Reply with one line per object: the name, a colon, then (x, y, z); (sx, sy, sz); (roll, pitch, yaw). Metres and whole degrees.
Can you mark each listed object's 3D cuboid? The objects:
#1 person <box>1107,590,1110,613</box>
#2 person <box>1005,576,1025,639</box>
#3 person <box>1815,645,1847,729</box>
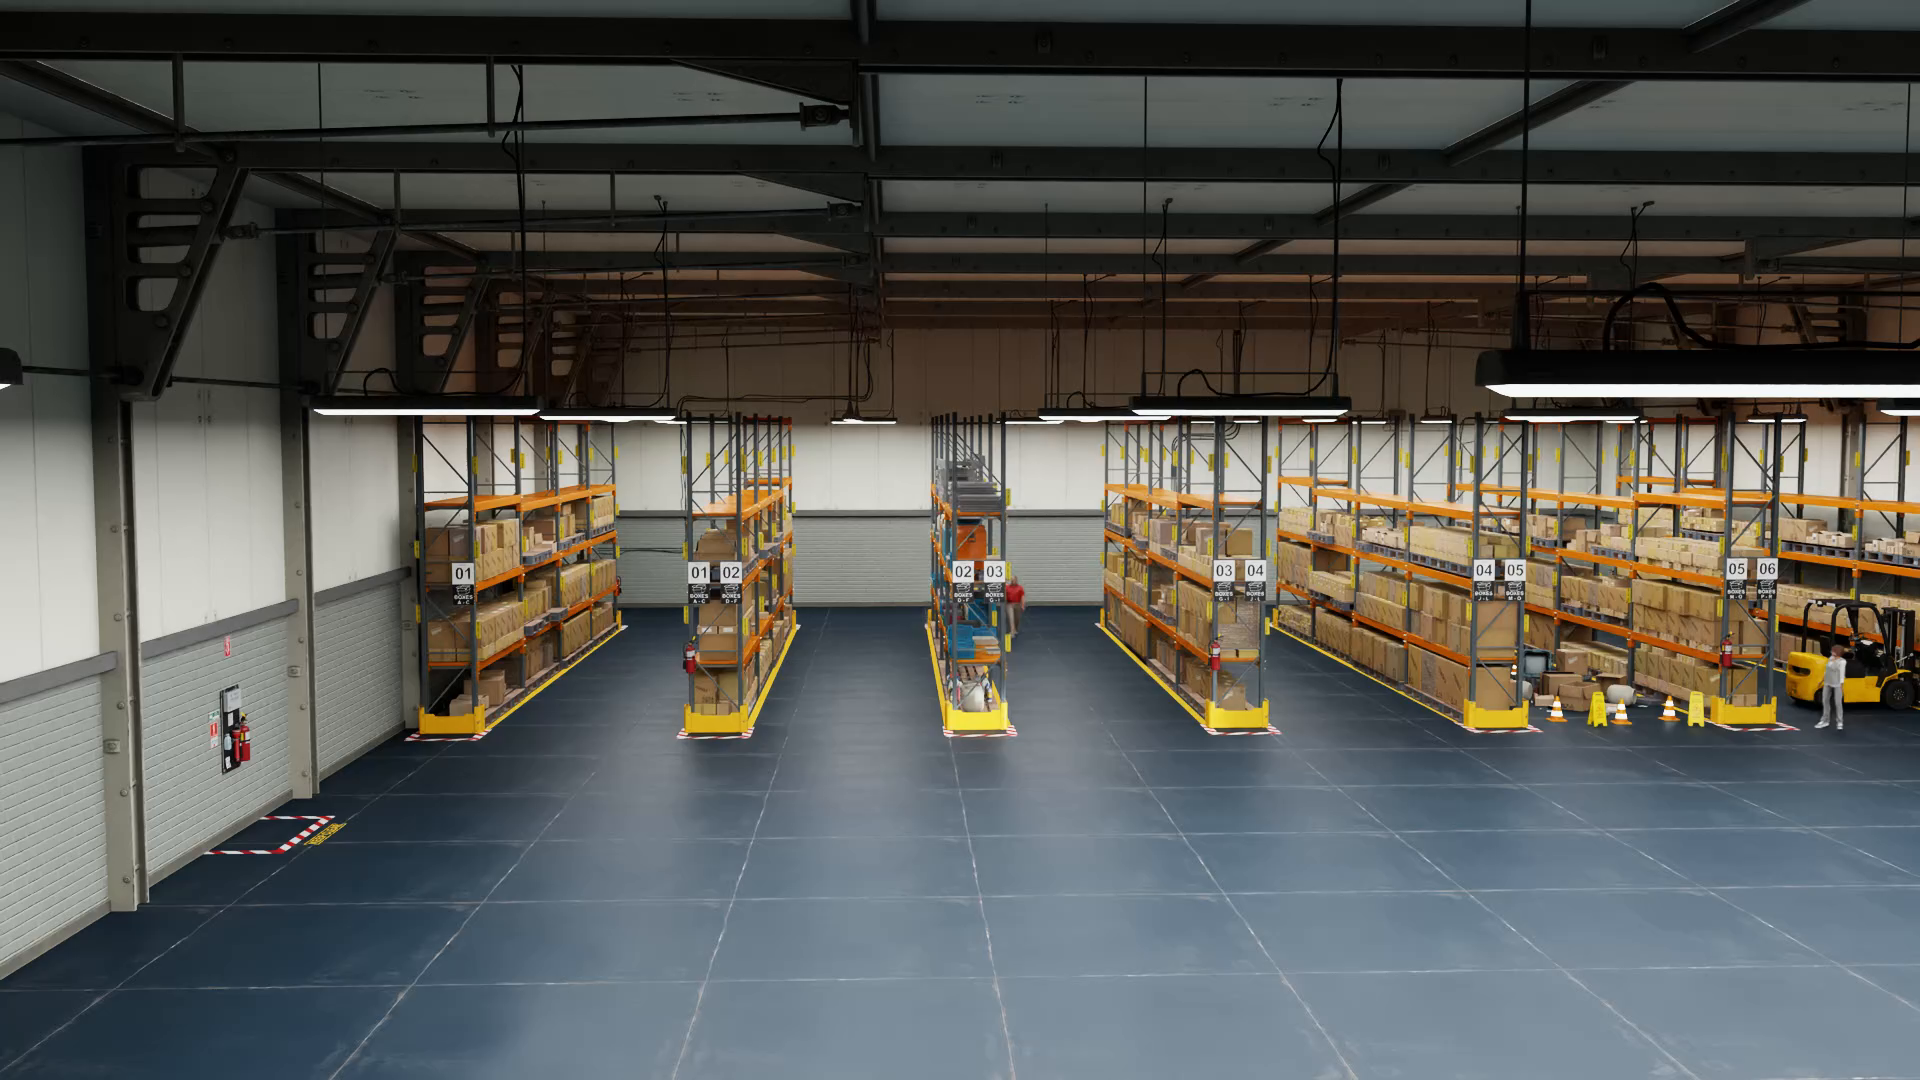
person: (4.703, 1.483, 50.078); (0.522, 1.637, 0.918); (-3, 5, -35)
person: (1.474, 1.850, 45.178); (0.570, 1.602, 1.072); (0, 4, -7)
person: (16.511, 2.771, 31.513); (0.379, 1.612, 0.562); (-2, 4, -25)
